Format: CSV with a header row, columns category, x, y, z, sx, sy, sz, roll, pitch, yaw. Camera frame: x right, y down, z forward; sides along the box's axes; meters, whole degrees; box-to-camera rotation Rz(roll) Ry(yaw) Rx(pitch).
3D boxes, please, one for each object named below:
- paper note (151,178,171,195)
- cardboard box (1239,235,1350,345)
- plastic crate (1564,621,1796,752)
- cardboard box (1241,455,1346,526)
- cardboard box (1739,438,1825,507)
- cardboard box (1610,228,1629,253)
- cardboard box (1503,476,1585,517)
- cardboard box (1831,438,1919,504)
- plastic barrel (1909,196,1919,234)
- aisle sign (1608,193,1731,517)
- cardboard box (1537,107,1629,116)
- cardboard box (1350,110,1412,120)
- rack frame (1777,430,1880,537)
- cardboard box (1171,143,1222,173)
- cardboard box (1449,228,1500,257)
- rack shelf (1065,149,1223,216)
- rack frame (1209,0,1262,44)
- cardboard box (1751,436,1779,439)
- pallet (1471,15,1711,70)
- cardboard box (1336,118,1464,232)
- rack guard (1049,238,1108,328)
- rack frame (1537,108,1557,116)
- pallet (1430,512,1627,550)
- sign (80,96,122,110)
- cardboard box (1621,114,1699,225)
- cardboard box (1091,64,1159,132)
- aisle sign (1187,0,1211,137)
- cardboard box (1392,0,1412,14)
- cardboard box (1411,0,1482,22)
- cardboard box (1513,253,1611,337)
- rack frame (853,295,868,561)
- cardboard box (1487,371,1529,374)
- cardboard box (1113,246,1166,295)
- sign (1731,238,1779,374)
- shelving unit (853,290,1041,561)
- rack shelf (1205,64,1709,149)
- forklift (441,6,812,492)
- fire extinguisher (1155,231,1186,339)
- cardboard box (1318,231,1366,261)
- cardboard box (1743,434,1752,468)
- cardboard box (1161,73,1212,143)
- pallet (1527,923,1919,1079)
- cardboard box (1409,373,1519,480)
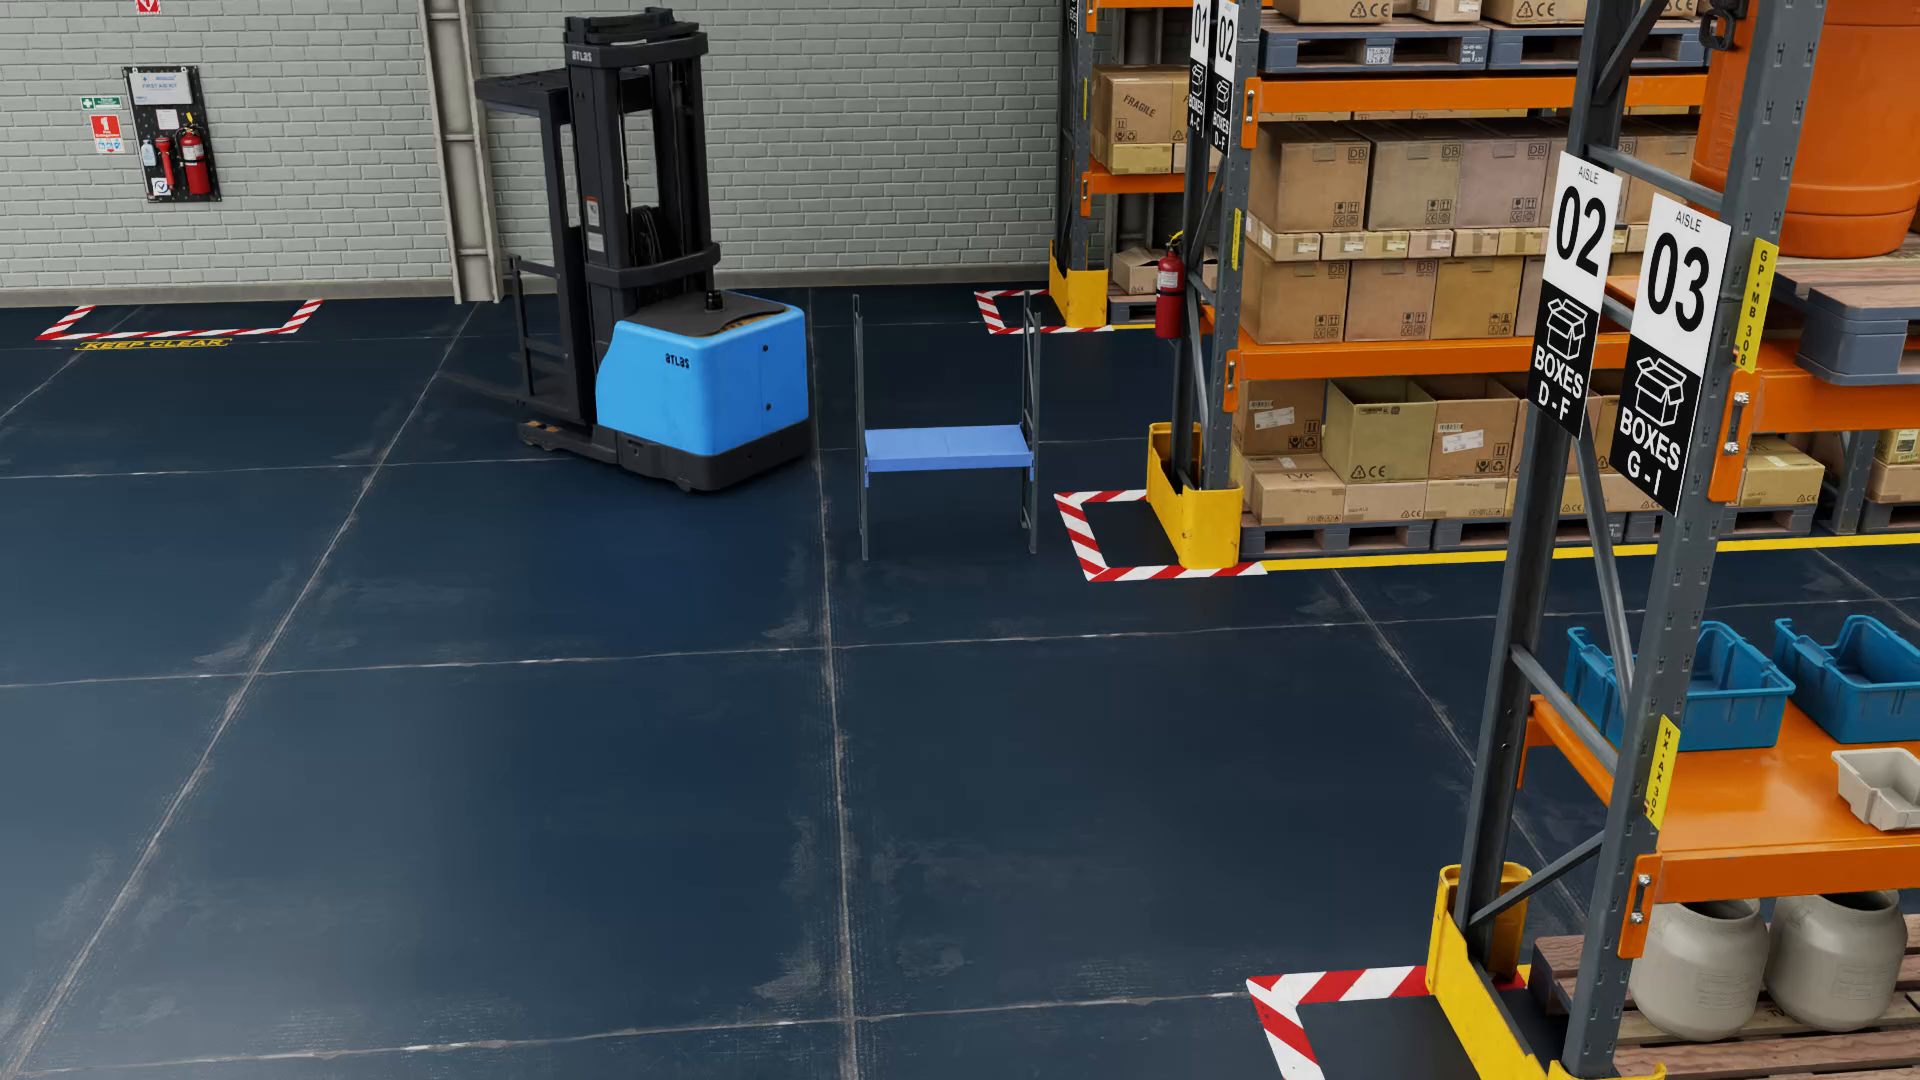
category,x,y,z,sx,sy,sz,roll,pitch,yaw
paper note,-7.035,-3.112,14.643,0.142,0.148,0.016,-2,24,-5
cardboard box,1.927,-1.496,9.799,0.500,0.500,0.700,-2,24,-5
plastic crate,2.413,0.493,5.632,0.616,0.251,0.499,-2,24,-5
cardboard box,2.017,-0.304,10.108,0.500,0.250,0.500,-2,24,-5
cardboard box,5.002,-0.425,10.381,0.500,0.250,0.500,-2,24,-5
cardboard box,3.664,-1.779,9.638,0.250,0.149,0.380,-2,24,-3
cardboard box,3.509,-0.363,10.241,0.500,0.250,0.500,-2,24,-5
cardboard box,5.867,-0.448,10.432,0.500,0.250,0.500,-3,24,-6
plastic barrel,3.066,-1.180,4.769,0.600,0.588,0.600,0,24,0
aisle sign,1.901,-0.501,4.483,0.004,0.787,0.394,-2,24,-5
cardboard box,5.461,-3.852,14.558,0.500,0.500,0.700,-2,24,-5
cardboard box,3.513,-3.700,14.118,0.500,0.500,0.500,-3,24,-7
rack frame,5.442,-1.596,10.148,0.127,3.000,1.000,-2,24,-5
cardboard box,2.003,-3.297,14.135,0.500,0.250,0.500,-3,24,-7
cardboard box,2.900,-1.749,9.571,0.250,0.149,0.380,-3,24,-7
rack shelf,2.961,-3.190,14.619,4.000,0.370,1.077,-2,24,-5
rack frame,1.461,-4.178,8.571,0.127,3.000,1.000,-2,24,-5
cardboard box,4.950,-0.636,10.856,0.500,0.250,0.500,-2,24,-5
pallet,3.384,-2.835,9.350,1.213,0.211,1.003,-2,24,-5
cardboard box,2.502,-2.114,9.593,0.500,0.500,0.700,-3,24,-7
rack guard,1.046,-2.300,14.808,0.348,0.500,1.175,-2,24,-5
rack frame,4.951,-3.598,14.653,0.127,3.000,1.000,-2,24,-5
pallet,3.429,-0.257,10.569,1.213,0.211,1.003,-2,24,-5
sign,-7.407,-3.768,14.338,0.331,0.109,0.001,-2,24,-5
cardboard box,3.999,-2.174,9.728,0.500,0.500,0.700,-2,24,-5
cardboard box,1.419,-3.827,14.403,0.500,0.500,0.500,-3,24,-6
aisle sign,1.367,-2.741,9.522,0.004,0.787,0.394,-2,24,-5
cardboard box,2.581,-3.147,9.440,0.500,0.250,0.500,-2,24,-5
cardboard box,2.649,-2.924,9.062,0.250,0.149,0.380,-2,24,-5
cardboard box,3.467,-1.559,9.941,0.500,0.500,0.700,-2,24,-4
rack frame,-0.591,-0.662,9.892,0.032,1.500,0.500,-2,24,-5
cardboard box,3.457,-0.922,10.576,0.500,0.500,0.500,-2,24,-5
cardboard box,1.668,-2.402,14.731,0.500,0.311,0.500,-5,24,-11
sign,1.994,-0.587,4.173,0.005,0.325,0.100,-2,24,-5
shelving unit,-0.085,-0.682,9.938,1.048,1.500,0.538,-2,24,-5
rack shelf,3.451,-2.558,9.506,4.000,0.370,1.077,-2,24,-5
forklift,-2.500,-2.116,11.402,3.031,2.935,1.130,17,29,34
fire extinguisher,1.298,-1.584,10.217,0.183,0.674,0.296,-2,24,-5
cardboard box,2.135,-1.719,9.503,0.250,0.149,0.380,-3,24,-7
cardboard box,4.503,-0.752,10.195,0.500,0.500,0.500,-2,24,-5
cardboard box,1.968,-3.635,13.972,0.500,0.500,0.500,-2,24,-5
pallet,2.824,1.788,5.968,1.213,0.211,1.003,-2,24,-5
cardboard box,3.010,-0.692,10.059,0.500,0.500,0.500,-2,24,-5
